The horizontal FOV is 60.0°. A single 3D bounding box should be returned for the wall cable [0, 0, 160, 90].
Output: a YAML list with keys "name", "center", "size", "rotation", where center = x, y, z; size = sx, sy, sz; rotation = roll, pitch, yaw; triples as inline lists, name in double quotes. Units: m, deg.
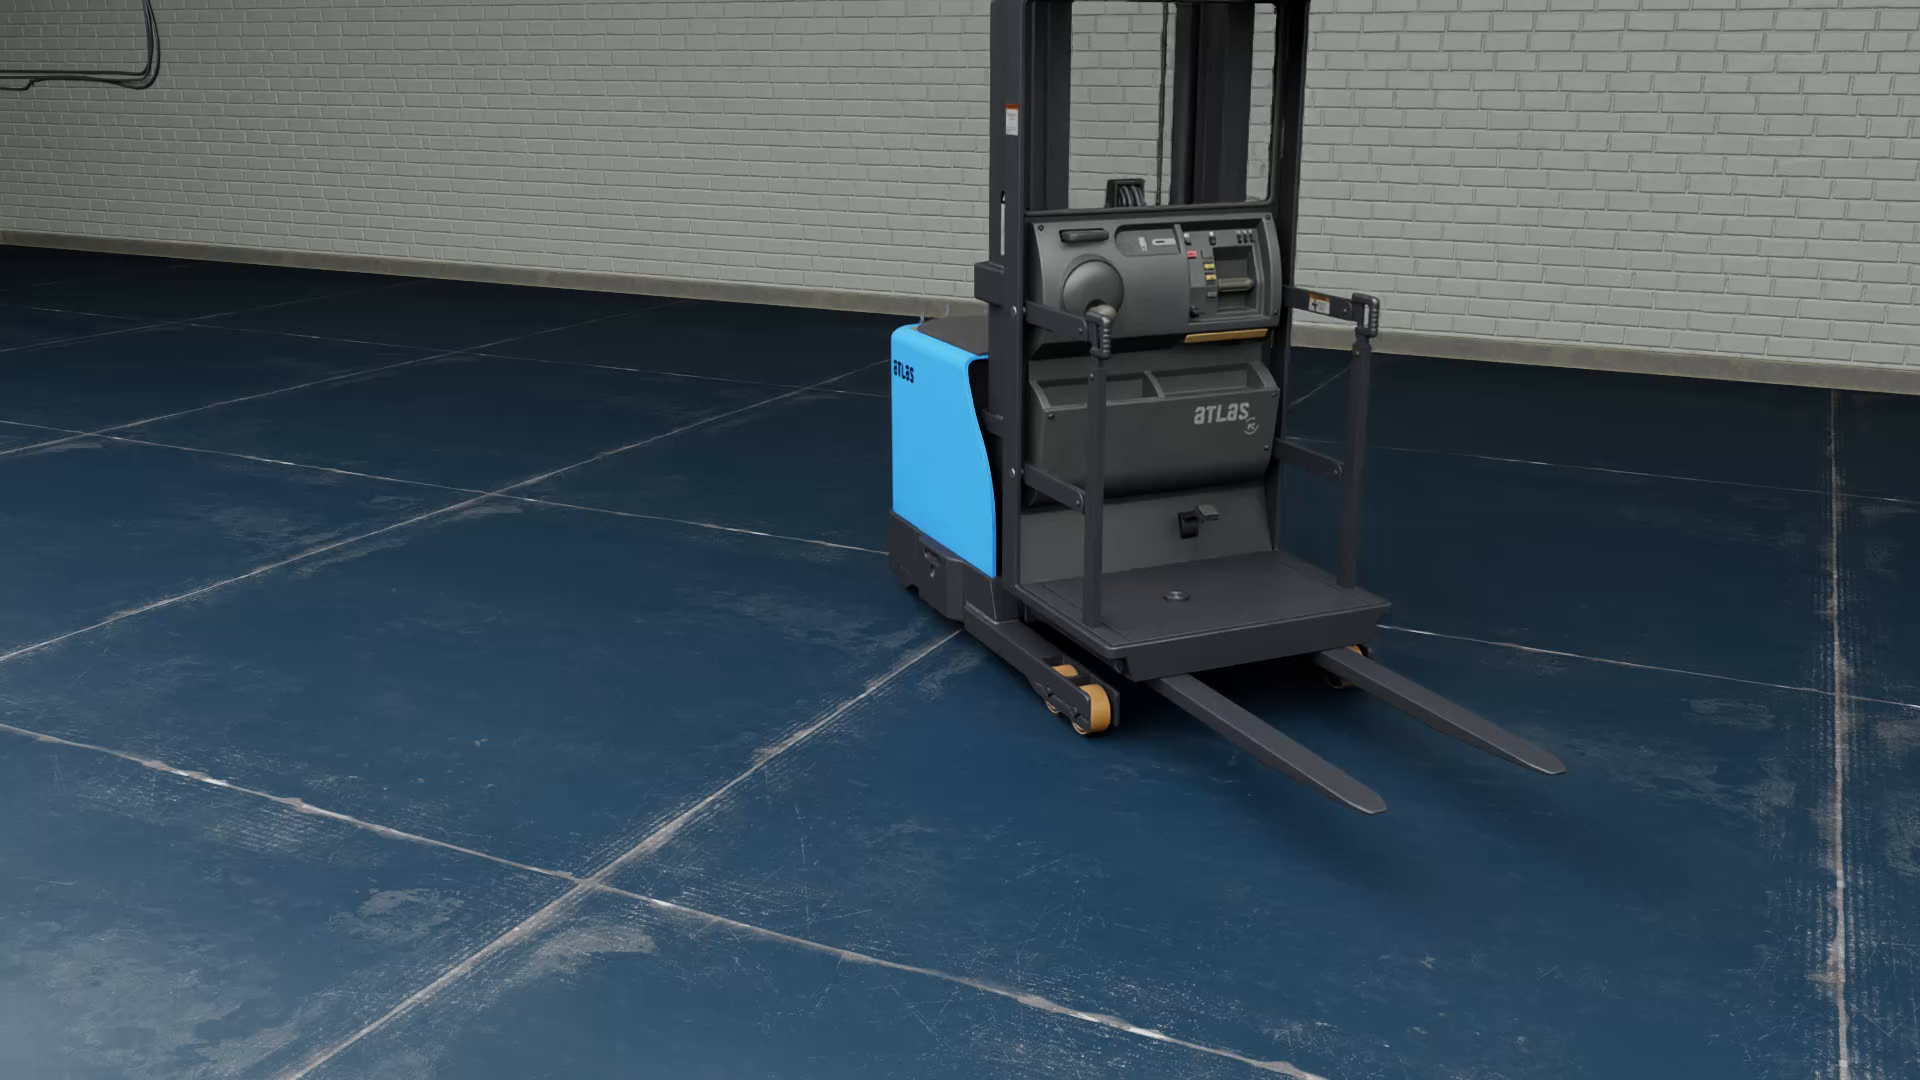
- name: "wall cable"
  center: [-9.522, -5.969, 17.270]
  size: [3.097, 2.526, 0.112]
  rotation: [8, 18, 25]

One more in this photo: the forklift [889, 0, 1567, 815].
- name: "forklift"
  center: [0.765, -0.911, 5.443]
  size: [1.130, 2.935, 3.031]
  rotation: [-7, 18, -23]

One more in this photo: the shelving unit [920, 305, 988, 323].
- name: "shelving unit"
  center: [-0.024, -0.490, 7.329]
  size: [0.215, 1.050, 0.252]
  rotation: [8, 18, 25]

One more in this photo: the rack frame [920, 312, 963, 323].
- name: "rack frame"
  center: [-0.078, -0.459, 7.224]
  size: [0.200, 1.050, 0.008]
  rotation: [8, 18, 25]

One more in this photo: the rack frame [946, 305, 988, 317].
- name: "rack frame"
  center: [0.031, -0.521, 7.434]
  size: [0.200, 1.050, 0.008]
  rotation: [8, 18, 25]
